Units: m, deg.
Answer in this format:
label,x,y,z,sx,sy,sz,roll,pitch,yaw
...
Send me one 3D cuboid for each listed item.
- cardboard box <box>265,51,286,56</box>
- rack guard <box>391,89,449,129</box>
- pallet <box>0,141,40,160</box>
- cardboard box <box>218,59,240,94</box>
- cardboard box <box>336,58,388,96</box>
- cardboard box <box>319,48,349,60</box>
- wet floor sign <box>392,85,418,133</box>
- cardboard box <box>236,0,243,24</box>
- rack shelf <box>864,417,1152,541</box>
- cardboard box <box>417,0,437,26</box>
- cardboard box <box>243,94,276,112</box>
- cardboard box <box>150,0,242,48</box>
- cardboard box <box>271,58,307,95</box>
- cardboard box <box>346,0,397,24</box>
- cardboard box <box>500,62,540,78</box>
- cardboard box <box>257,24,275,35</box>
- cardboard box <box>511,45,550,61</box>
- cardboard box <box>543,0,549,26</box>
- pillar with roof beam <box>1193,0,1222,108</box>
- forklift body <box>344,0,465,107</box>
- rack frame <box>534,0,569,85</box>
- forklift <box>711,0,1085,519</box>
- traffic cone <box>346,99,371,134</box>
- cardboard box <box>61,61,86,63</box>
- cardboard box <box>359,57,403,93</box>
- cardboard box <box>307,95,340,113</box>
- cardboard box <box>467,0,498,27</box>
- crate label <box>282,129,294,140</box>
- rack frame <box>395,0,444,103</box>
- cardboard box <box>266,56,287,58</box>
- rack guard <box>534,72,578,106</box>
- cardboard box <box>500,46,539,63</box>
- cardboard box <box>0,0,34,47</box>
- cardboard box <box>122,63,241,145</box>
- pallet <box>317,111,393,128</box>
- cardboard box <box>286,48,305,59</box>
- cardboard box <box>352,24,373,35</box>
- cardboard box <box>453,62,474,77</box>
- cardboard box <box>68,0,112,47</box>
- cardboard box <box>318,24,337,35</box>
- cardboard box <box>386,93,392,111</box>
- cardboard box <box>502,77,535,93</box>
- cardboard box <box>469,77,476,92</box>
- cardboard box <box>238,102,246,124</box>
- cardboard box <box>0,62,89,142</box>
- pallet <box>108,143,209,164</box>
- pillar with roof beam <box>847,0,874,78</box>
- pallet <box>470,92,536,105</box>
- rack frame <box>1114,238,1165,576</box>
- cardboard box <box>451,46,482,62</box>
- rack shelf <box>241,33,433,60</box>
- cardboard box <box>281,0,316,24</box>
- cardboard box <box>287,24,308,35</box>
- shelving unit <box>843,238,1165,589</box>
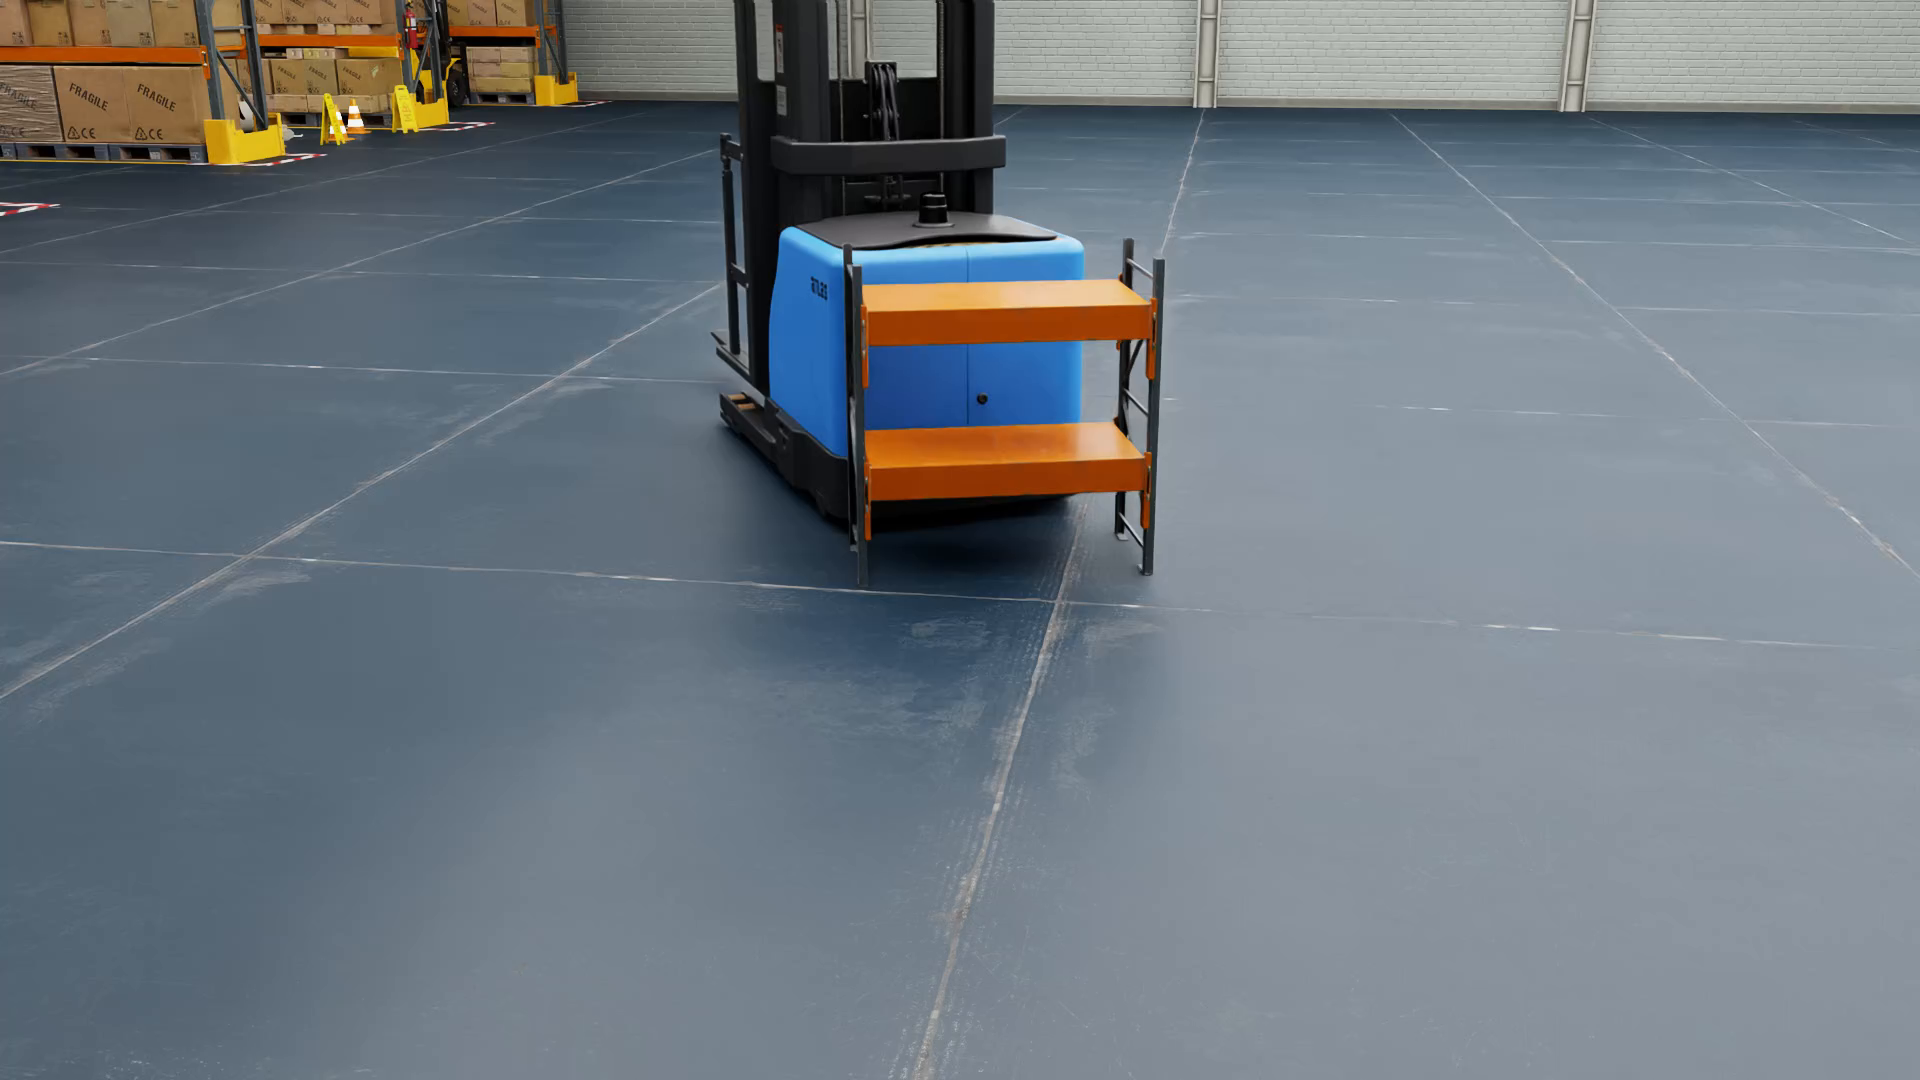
label,x,y,z,sx,sy,sz,roll,pitch,yaw
cardboard box,-12.345,-8.454,29.924,0.625,0.625,0.875,3,19,8
rack guard,-7.973,-6.379,24.580,0.348,0.500,1.175,3,19,9
pallet,-11.794,-4.821,20.379,1.213,0.211,1.003,3,19,9
cardboard box,-10.777,-6.875,24.613,0.500,0.500,0.500,4,19,11
cardboard box,-8.730,-6.770,24.299,0.500,0.500,0.500,3,19,9
cardboard box,-9.103,-7.075,24.189,0.250,0.149,0.380,3,19,10
wet floor sign,-7.880,-6.099,23.515,0.232,0.644,0.267,10,21,27
cardboard box,-10.464,-7.794,24.242,0.500,0.500,0.500,3,19,8
rack shelf,0.135,-0.231,5.992,1.000,0.278,0.538,-2,19,-7
cardboard box,-9.157,-9.182,28.861,0.500,0.500,0.500,3,19,9
cardboard box,-10.254,-6.494,24.655,0.500,0.250,0.500,3,19,8
cardboard box,-8.957,-6.080,19.512,0.550,0.550,0.875,3,19,9
cardboard box,-9.743,-6.823,24.457,0.500,0.500,0.500,2,19,7
cardboard box,-8.477,-7.690,23.933,0.500,0.500,0.500,3,19,8
cardboard box,-7.644,-8.175,28.891,0.500,0.250,0.500,3,19,8
cardboard box,-10.072,-7.455,24.253,0.250,0.149,0.380,3,19,8
cardboard box,-7.559,-8.569,29.281,0.500,0.250,0.500,3,19,8
cardboard box,-7.559,-9.275,29.139,0.500,0.500,0.500,4,19,10
pillar with roof beam,3.507,-10.326,22.981,0.400,9.000,9.100,3,19,9
forklift body,-9.276,-8.237,27.532,1.214,2.155,2.313,3,19,9
rack frame,-7.114,-9.116,28.820,0.127,3.000,1.000,3,19,9
forklift,-0.495,-1.897,7.354,1.130,2.935,3.031,-7,20,-19
traffic cone,-8.527,-5.975,23.432,0.334,0.463,0.336,3,19,9
cardboard box,-15.957,-8.515,30.301,0.500,0.500,0.500,3,19,8
cardboard box,-8.674,-6.940,24.806,0.500,0.500,0.500,2,19,7
cardboard box,-9.249,-6.441,24.497,0.500,0.250,0.500,3,19,9
cardboard box,-8.152,-9.135,28.719,0.500,0.500,0.500,4,19,10
crate label,-9.153,-5.476,22.453,0.298,0.136,0.250,-7,20,-20
rack frame,-7.898,-7.561,24.172,0.127,3.000,1.000,3,19,9
cardboard box,-10.214,-7.017,25.036,0.500,0.500,0.500,4,19,12
rack guard,-7.090,-7.929,29.213,0.348,0.500,1.175,3,19,9
cardboard box,-7.618,-8.411,28.809,0.500,0.250,0.500,4,19,10
cardboard box,-11.105,-6.178,19.803,0.550,0.550,0.875,3,19,9
cardboard box,-9.263,-5.210,19.833,0.875,0.875,0.875,3,19,9
pallet,-8.769,-6.294,24.781,1.213,0.211,1.003,3,19,9
cardboard box,-9.611,-7.103,24.271,0.250,0.149,0.380,4,19,11
cardboard box,-8.569,-7.371,24.002,0.250,0.149,0.380,3,19,8
cardboard box,-8.651,-8.223,29.035,0.500,0.250,0.500,2,19,7
cardboard box,-10.036,-6.169,19.776,0.550,0.550,0.875,3,19,9
cardboard box,-9.077,-7.394,24.071,0.250,0.149,0.380,3,19,10
cardboard box,-8.650,-6.583,24.922,0.500,0.250,0.500,3,19,8
cardboard box,-7.628,-7.936,28.965,0.500,0.250,0.500,3,19,9
cardboard box,-8.610,-7.992,29.132,0.500,0.250,0.500,3,19,9
cardboard box,-10.034,-5.672,22.462,0.637,0.503,0.797,-11,21,-29
cardboard box,-11.032,-5.300,20.102,0.875,0.875,0.875,3,19,9
pallet,-9.385,-4.698,20.012,1.213,0.211,1.003,3,19,9
pillar with roof beam,-2.417,-10.628,23.884,0.400,9.000,9.100,3,19,9
pallet,-7.876,-7.819,29.339,1.213,0.211,1.003,3,19,9
rack frame,0.639,-0.484,5.978,0.032,1.125,0.500,-2,19,-7
cardboard box,-8.623,-8.457,28.946,0.500,0.250,0.500,3,19,9
rack shelf,-9.872,-7.320,24.587,4.000,0.370,1.077,3,19,9
cardboard box,-9.464,-7.743,24.091,0.500,0.500,0.500,3,19,8
cardboard box,-9.575,-7.436,24.195,0.250,0.149,0.380,3,19,8
shelving unit,0.135,-0.463,5.914,1.048,1.125,0.538,-2,19,-7
